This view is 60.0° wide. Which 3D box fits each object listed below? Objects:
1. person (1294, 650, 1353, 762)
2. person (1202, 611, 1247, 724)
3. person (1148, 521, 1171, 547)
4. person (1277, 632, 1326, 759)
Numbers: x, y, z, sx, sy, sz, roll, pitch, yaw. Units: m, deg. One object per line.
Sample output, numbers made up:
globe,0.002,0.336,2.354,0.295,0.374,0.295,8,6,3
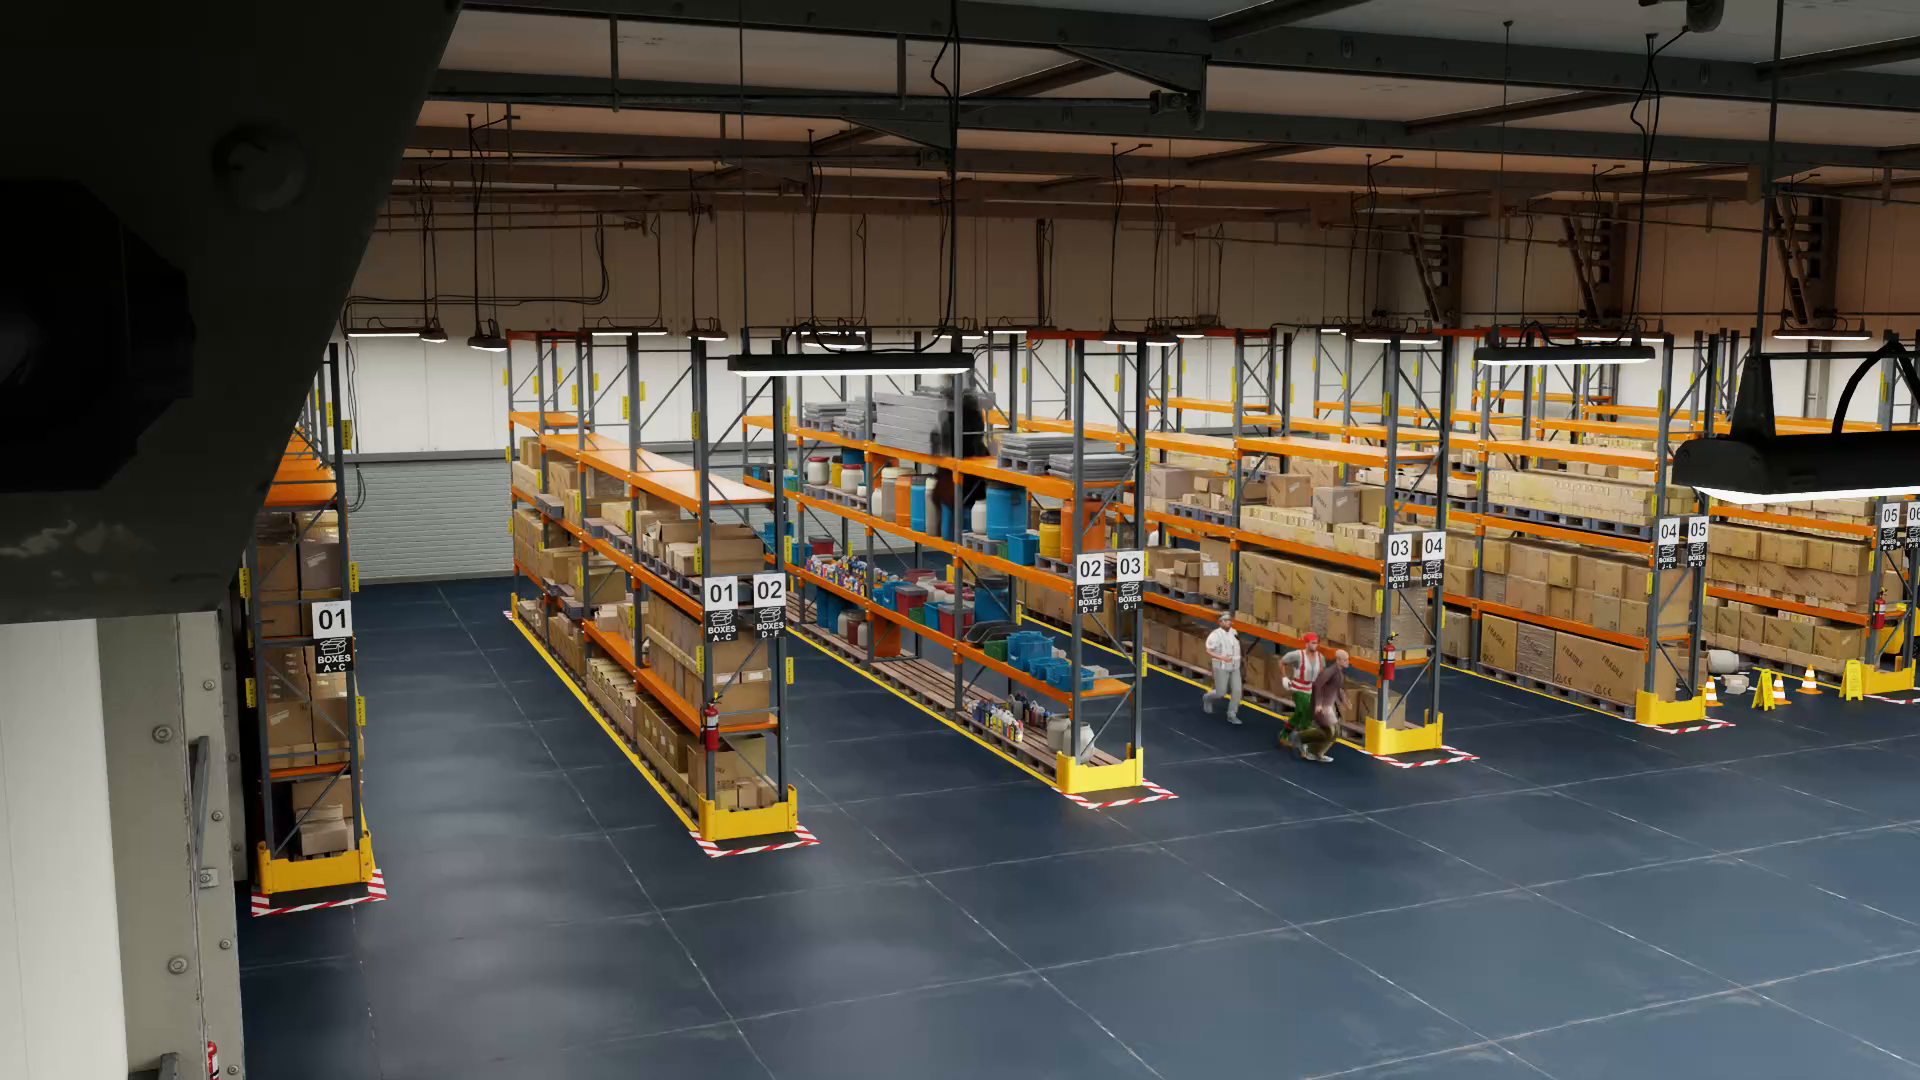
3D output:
person,5.125,2.335,23.492,0.782,1.640,0.709,5,9,33
person,4.128,1.956,25.858,0.674,1.738,0.782,-4,9,-27
person,4.520,0.411,37.220,0.690,1.733,0.714,-4,9,-26
person,4.946,2.227,24.010,0.654,1.852,0.791,-4,9,-29
